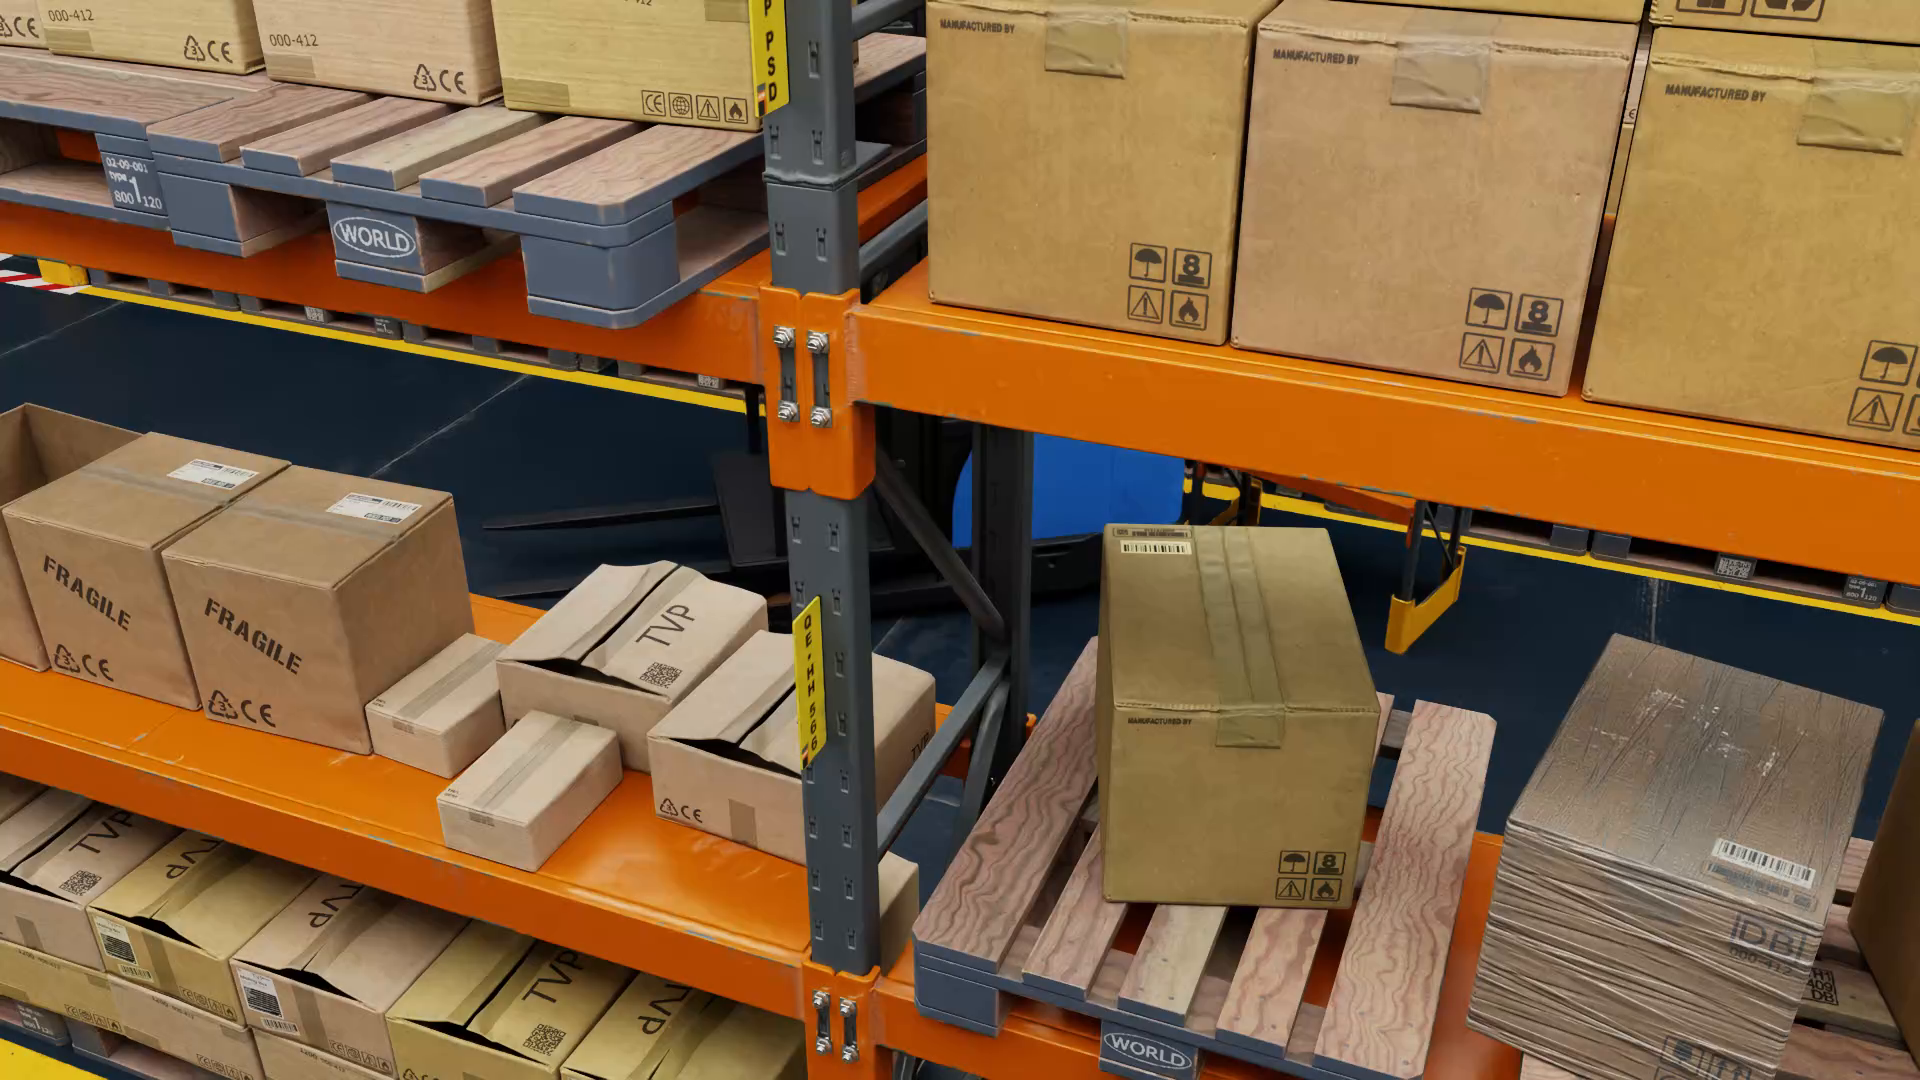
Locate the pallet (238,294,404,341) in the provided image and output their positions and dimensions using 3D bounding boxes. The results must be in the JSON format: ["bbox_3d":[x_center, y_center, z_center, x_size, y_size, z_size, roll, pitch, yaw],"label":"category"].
[{"bbox_3d":[-3.687,-1.603,10.371,1.213,0.211,1.003,11,31,19],"label":"pallet"}]

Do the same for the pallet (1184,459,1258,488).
[{"bbox_3d":[1.066,-0.675,8.730,1.213,0.211,1.003,11,31,19],"label":"pallet"}]

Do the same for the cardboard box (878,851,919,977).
[{"bbox_3d":[-0.445,1.055,4.633,0.500,0.311,0.500,12,32,21],"label":"cardboard box"}]

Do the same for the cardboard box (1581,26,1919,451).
[{"bbox_3d":[1.302,-0.578,2.574,0.500,0.500,0.910,11,31,19],"label":"cardboard box"}]

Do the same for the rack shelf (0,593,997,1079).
[{"bbox_3d":[-1.923,0.459,4.621,4.000,0.370,1.077,11,31,19],"label":"rack shelf"}]

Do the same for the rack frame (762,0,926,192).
[{"bbox_3d":[-0.070,-2.096,2.313,0.127,3.000,1.000,11,31,19],"label":"rack frame"}]

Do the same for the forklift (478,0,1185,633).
[{"bbox_3d":[-0.586,-1.165,6.833,3.031,2.935,1.130,-6,30,-11],"label":"forklift"}]

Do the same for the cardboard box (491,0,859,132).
[{"bbox_3d":[-0.511,-0.966,3.088,0.500,0.250,0.500,9,31,15],"label":"cardboard box"}]

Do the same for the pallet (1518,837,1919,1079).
[{"bbox_3d":[1.734,0.957,3.204,1.213,0.211,1.003,11,31,19],"label":"pallet"}]

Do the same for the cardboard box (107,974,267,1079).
[{"bbox_3d":[-2.071,1.262,4.837,0.500,0.250,0.500,12,32,20],"label":"cardboard box"}]

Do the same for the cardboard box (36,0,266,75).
[{"bbox_3d":[-1.530,-1.166,3.441,0.500,0.250,0.500,11,31,18],"label":"cardboard box"}]

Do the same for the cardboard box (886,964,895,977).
[{"bbox_3d":[-0.445,1.299,4.771,0.500,0.250,0.500,11,31,19],"label":"cardboard box"}]

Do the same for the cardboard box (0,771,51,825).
[{"bbox_3d":[-3.025,0.831,5.029,0.500,0.311,0.500,11,31,19],"label":"cardboard box"}]

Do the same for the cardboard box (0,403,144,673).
[{"bbox_3d":[-2.583,-0.021,4.637,0.500,0.500,0.500,14,32,23],"label":"cardboard box"}]

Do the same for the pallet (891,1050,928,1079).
[{"bbox_3d":[-0.818,1.560,4.776,1.213,0.211,1.003,11,31,19],"label":"pallet"}]

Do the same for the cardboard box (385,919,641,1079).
[{"bbox_3d":[-1.132,1.208,4.362,0.500,0.311,0.500,11,31,18],"label":"cardboard box"}]

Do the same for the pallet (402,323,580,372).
[{"bbox_3d":[-2.553,-1.378,9.973,1.213,0.211,1.003,11,31,19],"label":"pallet"}]

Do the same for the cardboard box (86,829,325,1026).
[{"bbox_3d":[-2.062,1.020,4.695,0.500,0.311,0.500,12,32,20],"label":"cardboard box"}]

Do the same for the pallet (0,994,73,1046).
[{"bbox_3d":[-3.079,1.108,5.575,1.213,0.211,1.003,11,31,19],"label":"pallet"}]

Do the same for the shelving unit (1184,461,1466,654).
[{"bbox_3d":[1.590,-0.453,7.027,1.083,1.500,0.587,21,36,33],"label":"shelving unit"}]

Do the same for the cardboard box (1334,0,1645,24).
[{"bbox_3d":[0.805,-1.091,2.466,0.500,0.500,0.500,11,31,19],"label":"cardboard box"}]

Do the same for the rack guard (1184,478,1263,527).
[{"bbox_3d":[1.200,-0.061,7.604,0.087,0.250,0.587,21,36,33],"label":"rack guard"}]

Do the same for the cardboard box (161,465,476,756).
[{"bbox_3d":[-1.631,0.169,4.301,0.500,0.500,0.500,10,31,16],"label":"cardboard box"}]

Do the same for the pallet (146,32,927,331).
[{"bbox_3d":[-0.732,-0.793,3.248,1.003,0.211,1.213,13,32,21],"label":"pallet"}]

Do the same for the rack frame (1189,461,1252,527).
[{"bbox_3d":[1.185,-0.611,7.307,0.032,1.500,0.500,21,36,33],"label":"rack frame"}]

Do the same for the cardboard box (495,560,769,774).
[{"bbox_3d":[-0.826,0.301,4.260,0.500,0.311,0.500,11,31,19],"label":"cardboard box"}]

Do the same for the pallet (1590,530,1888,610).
[{"bbox_3d":[3.618,-0.123,7.753,1.213,0.211,1.003,11,31,19],"label":"pallet"}]

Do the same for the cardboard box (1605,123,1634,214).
[{"bbox_3d":[2.625,-1.618,7.139,0.500,0.500,0.500,12,32,21],"label":"cardboard box"}]

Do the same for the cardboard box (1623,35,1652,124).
[{"bbox_3d":[2.611,-1.951,6.967,0.500,0.250,0.500,11,31,18],"label":"cardboard box"}]

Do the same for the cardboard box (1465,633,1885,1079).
[{"bbox_3d":[1.332,0.611,3.093,0.500,0.500,0.700,18,34,28],"label":"cardboard box"}]

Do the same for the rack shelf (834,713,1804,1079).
[{"bbox_3d":[1.783,1.199,3.312,4.000,0.370,1.077,11,31,19],"label":"rack shelf"}]

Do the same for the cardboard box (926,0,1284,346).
[{"bbox_3d":[0.347,-0.768,2.911,0.500,0.500,0.910,11,31,19],"label":"cardboard box"}]

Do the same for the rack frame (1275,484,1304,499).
[{"bbox_3d":[1.789,-1.744,7.786,0.127,3.000,1.000,11,31,19],"label":"rack frame"}]

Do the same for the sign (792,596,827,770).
[{"bbox_3d":[-0.275,0.265,3.055,0.005,0.325,0.100,11,31,19],"label":"sign"}]

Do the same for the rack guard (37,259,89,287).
[{"bbox_3d":[-5.553,-2.121,10.995,0.348,0.500,1.175,11,31,19],"label":"rack guard"}]
